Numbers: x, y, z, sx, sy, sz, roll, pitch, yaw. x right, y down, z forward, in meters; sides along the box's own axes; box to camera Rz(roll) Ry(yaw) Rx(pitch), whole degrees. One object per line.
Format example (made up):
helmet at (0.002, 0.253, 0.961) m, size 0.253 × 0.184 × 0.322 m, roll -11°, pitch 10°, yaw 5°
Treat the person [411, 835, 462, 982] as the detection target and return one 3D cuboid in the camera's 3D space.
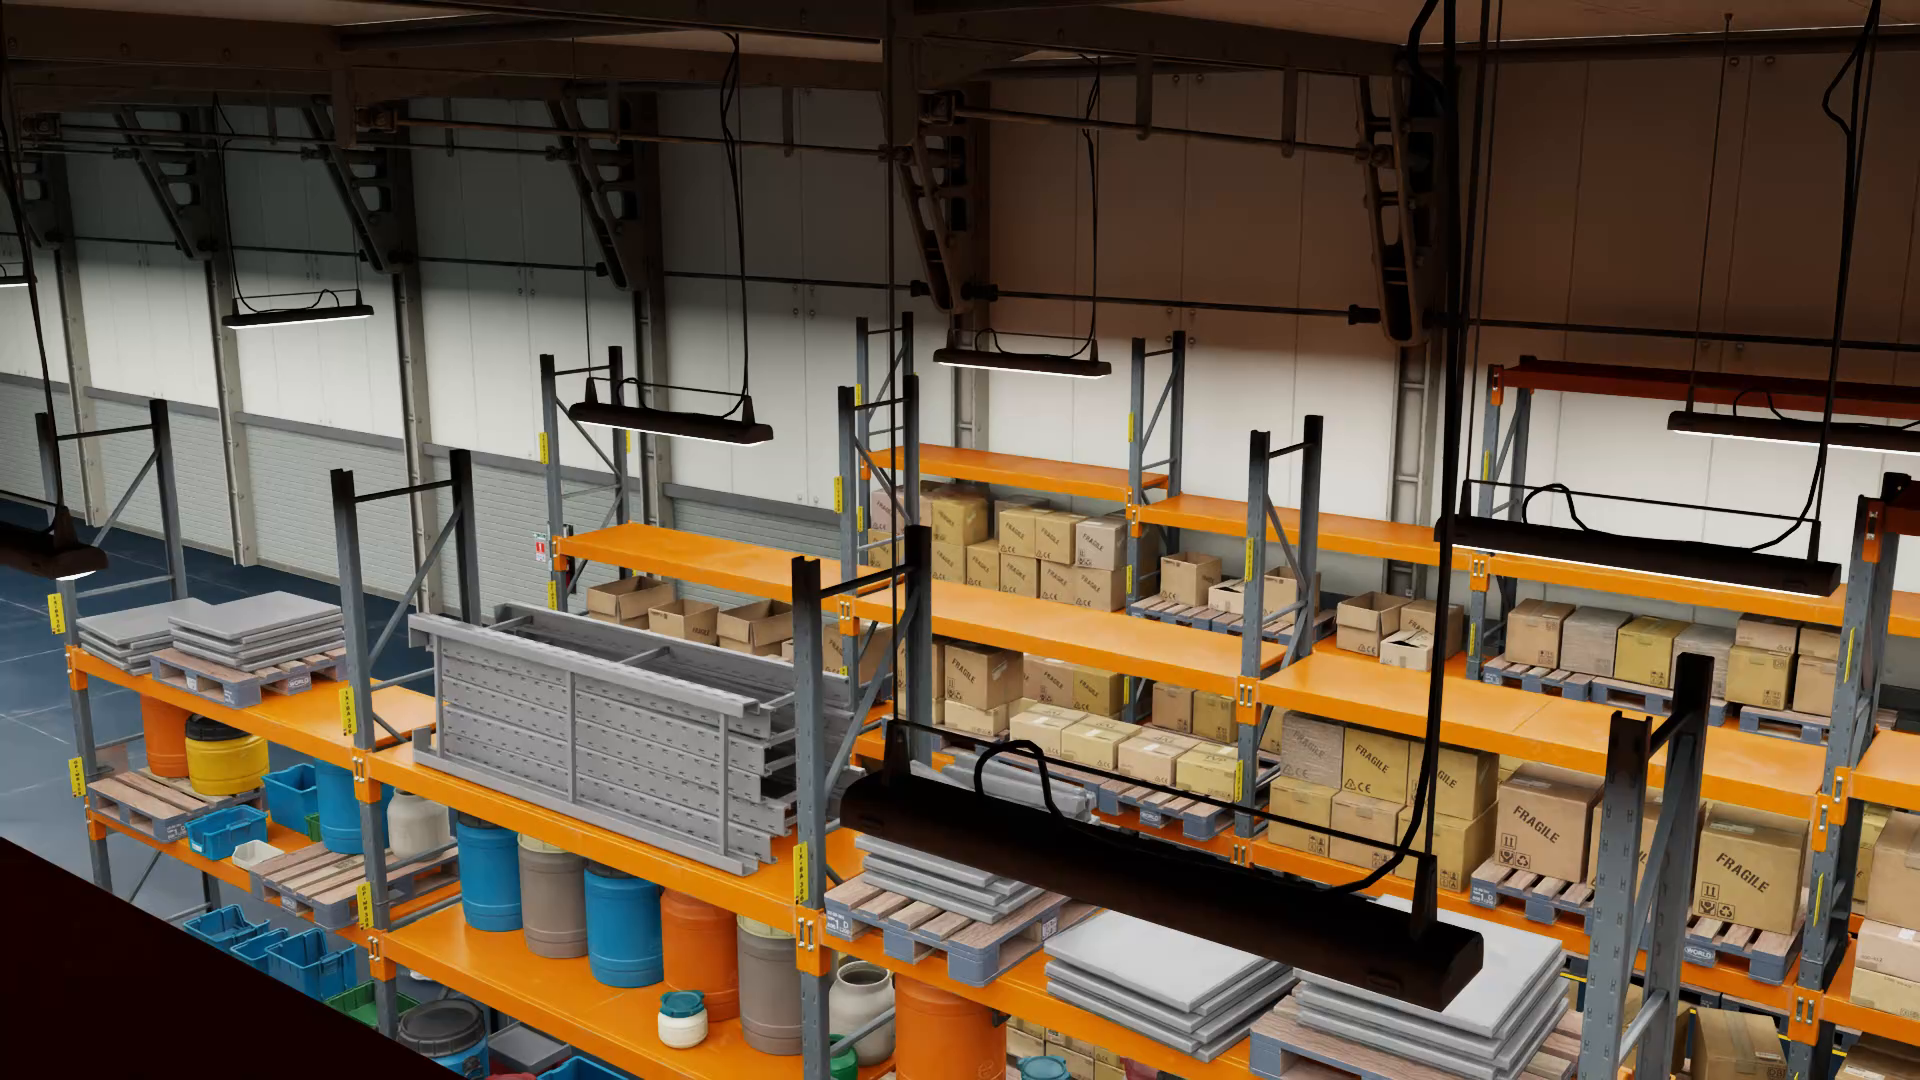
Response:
person at (-5.013, 3.509, 16.236) m, size 0.894 × 1.774 × 0.589 m, roll 1°, pitch 13°, yaw 5°
